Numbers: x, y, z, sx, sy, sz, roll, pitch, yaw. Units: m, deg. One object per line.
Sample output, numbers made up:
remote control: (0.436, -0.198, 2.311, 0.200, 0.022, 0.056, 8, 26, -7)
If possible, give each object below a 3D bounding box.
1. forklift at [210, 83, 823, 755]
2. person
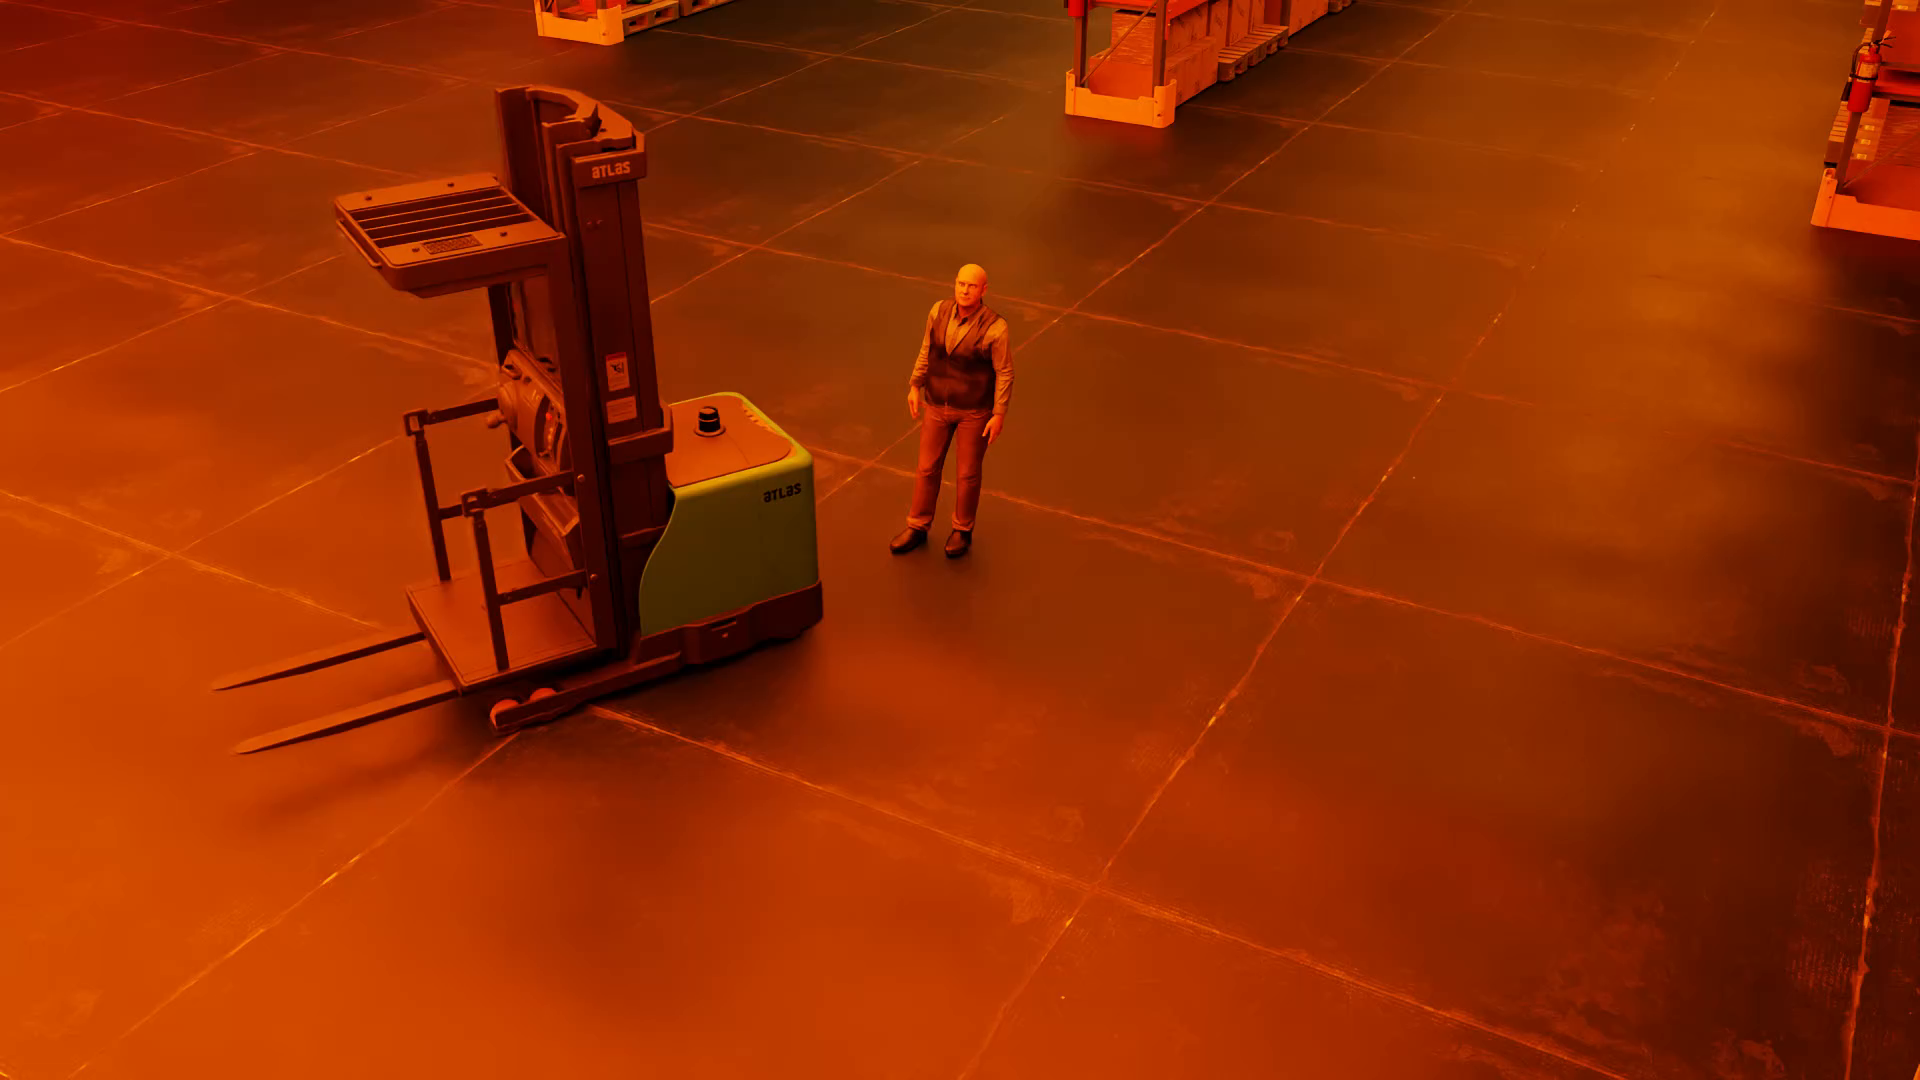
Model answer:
forklift: (-2.279, -0.605, 8.118, 3.031, 2.935, 1.130, -17, 34, -27)
person: (-0.037, -0.727, 9.525, 0.632, 1.720, 0.568, 15, 33, 25)
